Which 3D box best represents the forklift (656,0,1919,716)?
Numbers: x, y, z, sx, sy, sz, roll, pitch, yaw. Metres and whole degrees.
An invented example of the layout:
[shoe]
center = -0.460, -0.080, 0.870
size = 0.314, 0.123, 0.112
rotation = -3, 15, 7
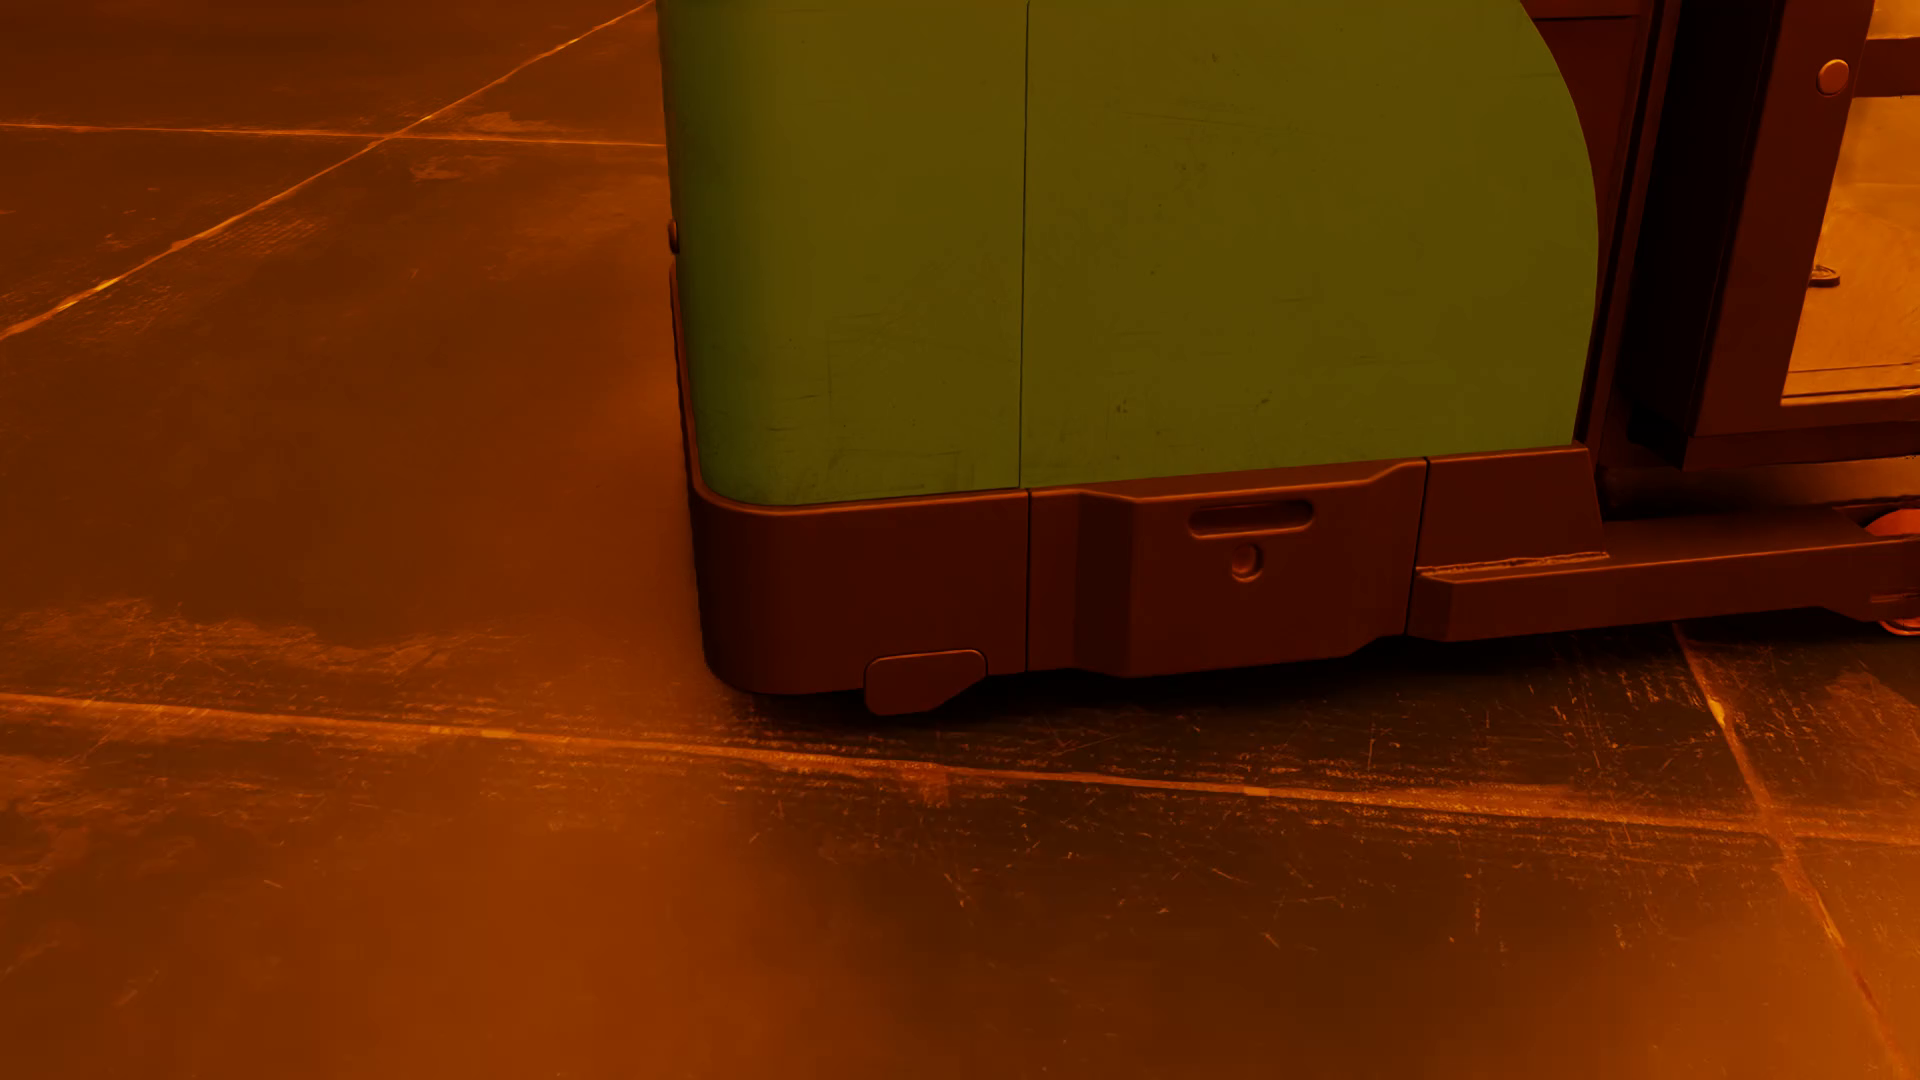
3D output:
[forklift]
center = 1.099, -1.410, 2.043
size = 3.031, 2.935, 1.130
rotation = -5, 27, -10
